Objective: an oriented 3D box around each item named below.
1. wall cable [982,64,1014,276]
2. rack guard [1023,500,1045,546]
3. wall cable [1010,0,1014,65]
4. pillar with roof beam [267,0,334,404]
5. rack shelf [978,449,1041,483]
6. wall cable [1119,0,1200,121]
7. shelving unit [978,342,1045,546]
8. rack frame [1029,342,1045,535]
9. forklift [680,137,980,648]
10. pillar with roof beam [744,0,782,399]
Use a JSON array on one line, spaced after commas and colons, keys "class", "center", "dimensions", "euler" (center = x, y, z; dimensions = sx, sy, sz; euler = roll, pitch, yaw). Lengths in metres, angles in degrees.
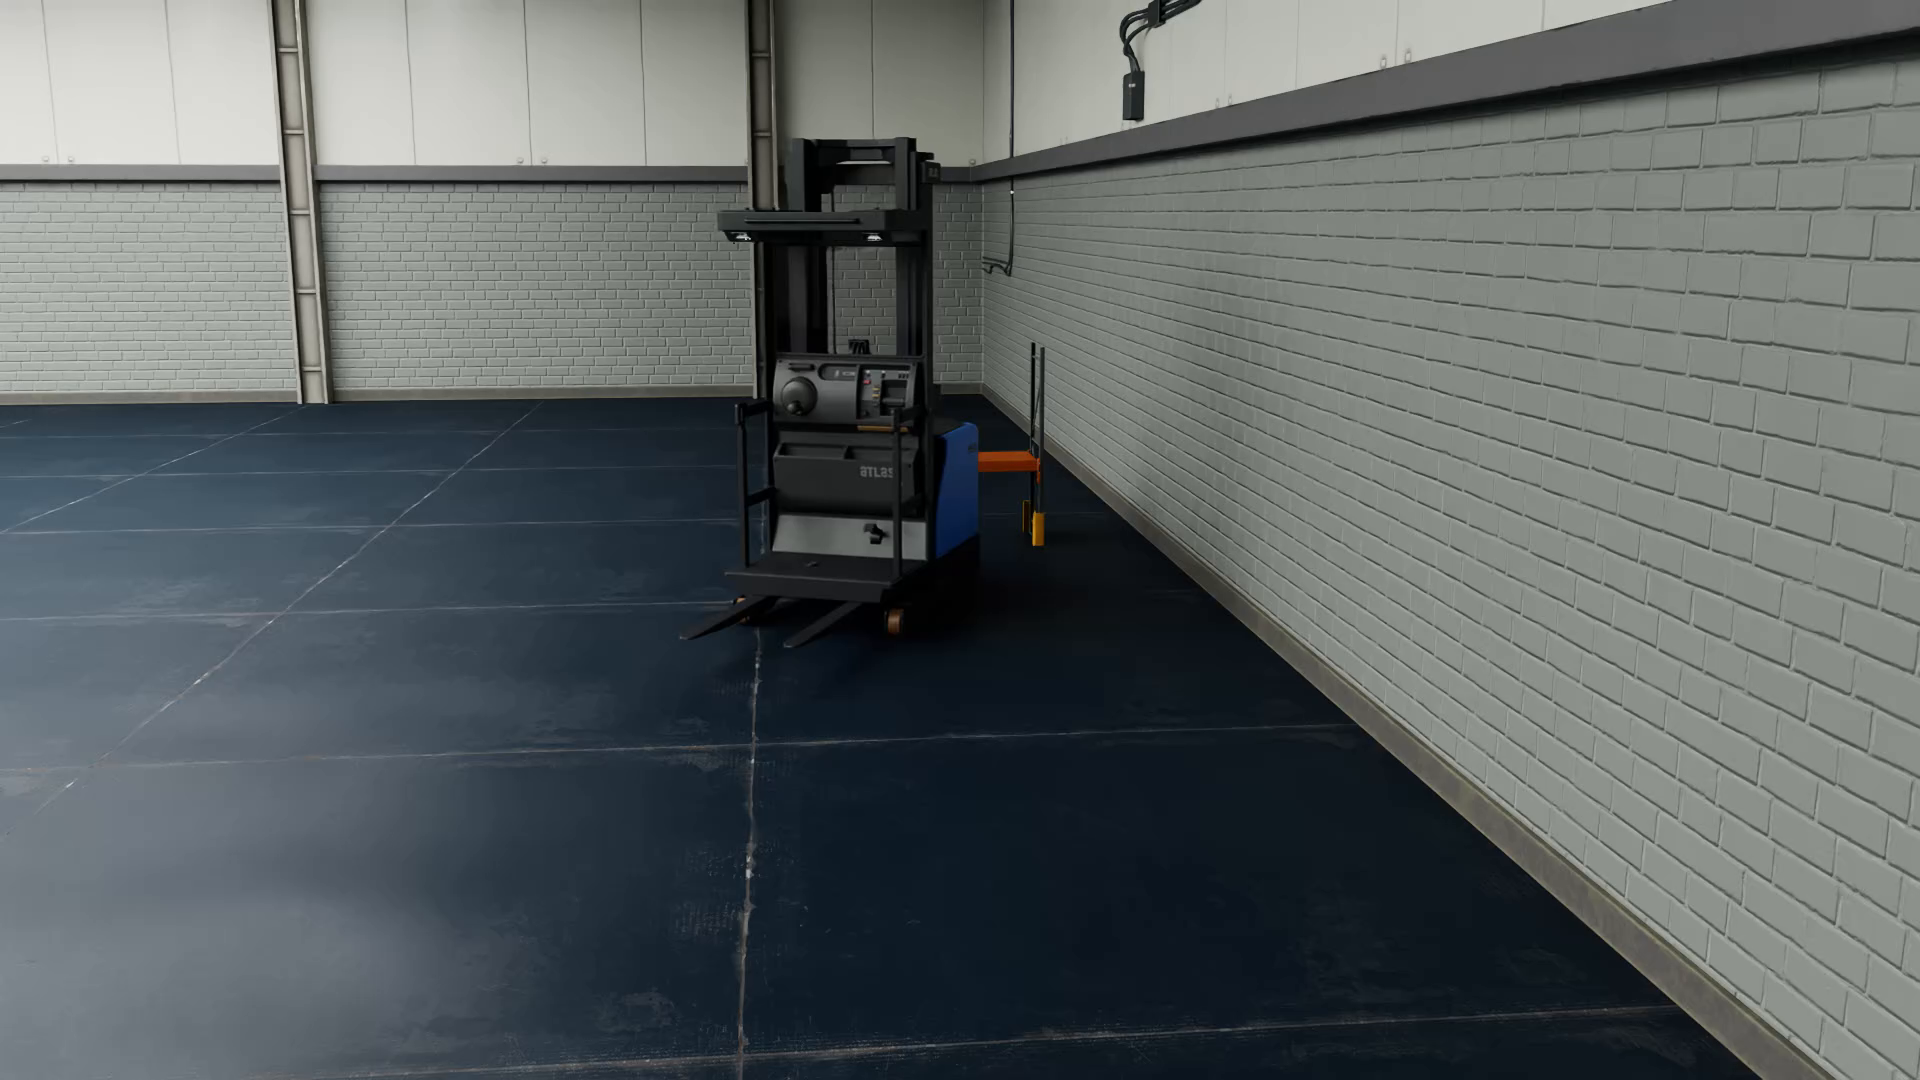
[{"class": "wall cable", "center": [0.432, -4.664, 21.313], "dimensions": [0.112, 2.526, 3.097], "euler": [-1, 11, -6]}, {"class": "rack guard", "center": [0.571, -0.135, 12.905], "dimensions": [0.087, 0.250, 0.587], "euler": [-1, 11, -6]}, {"class": "wall cable", "center": [0.724, -6.623, 18.187], "dimensions": [0.112, 2.526, 3.097], "euler": [-1, 11, -6]}, {"class": "pillar with roof beam", "center": [-8.139, -5.429, 17.156], "dimensions": [0.400, 9.000, 9.100], "euler": [-1, 11, -6]}, {"class": "rack shelf", "center": [0.085, -0.561, 12.767], "dimensions": [1.000, 0.185, 0.538], "euler": [-1, 11, -6]}, {"class": "wall cable", "center": [1.442, -6.035, 11.423], "dimensions": [0.169, 6.003, 2.305], "euler": [-1, 11, -6]}, {"class": "shelving unit", "center": [0.076, -0.738, 12.731], "dimensions": [1.083, 1.500, 0.587], "euler": [-1, 11, -6]}, {"class": "rack frame", "center": [0.590, -0.748, 12.786], "dimensions": [0.032, 1.500, 0.500], "euler": [-1, 11, -6]}, {"class": "forklift", "center": [-0.770, -0.950, 10.100], "dimensions": [1.130, 2.935, 3.031], "euler": [3, 12, 16]}, {"class": "pillar with roof beam", "center": [-2.174, -5.554, 17.792], "dimensions": [0.400, 9.000, 9.100], "euler": [-1, 11, -6]}]
